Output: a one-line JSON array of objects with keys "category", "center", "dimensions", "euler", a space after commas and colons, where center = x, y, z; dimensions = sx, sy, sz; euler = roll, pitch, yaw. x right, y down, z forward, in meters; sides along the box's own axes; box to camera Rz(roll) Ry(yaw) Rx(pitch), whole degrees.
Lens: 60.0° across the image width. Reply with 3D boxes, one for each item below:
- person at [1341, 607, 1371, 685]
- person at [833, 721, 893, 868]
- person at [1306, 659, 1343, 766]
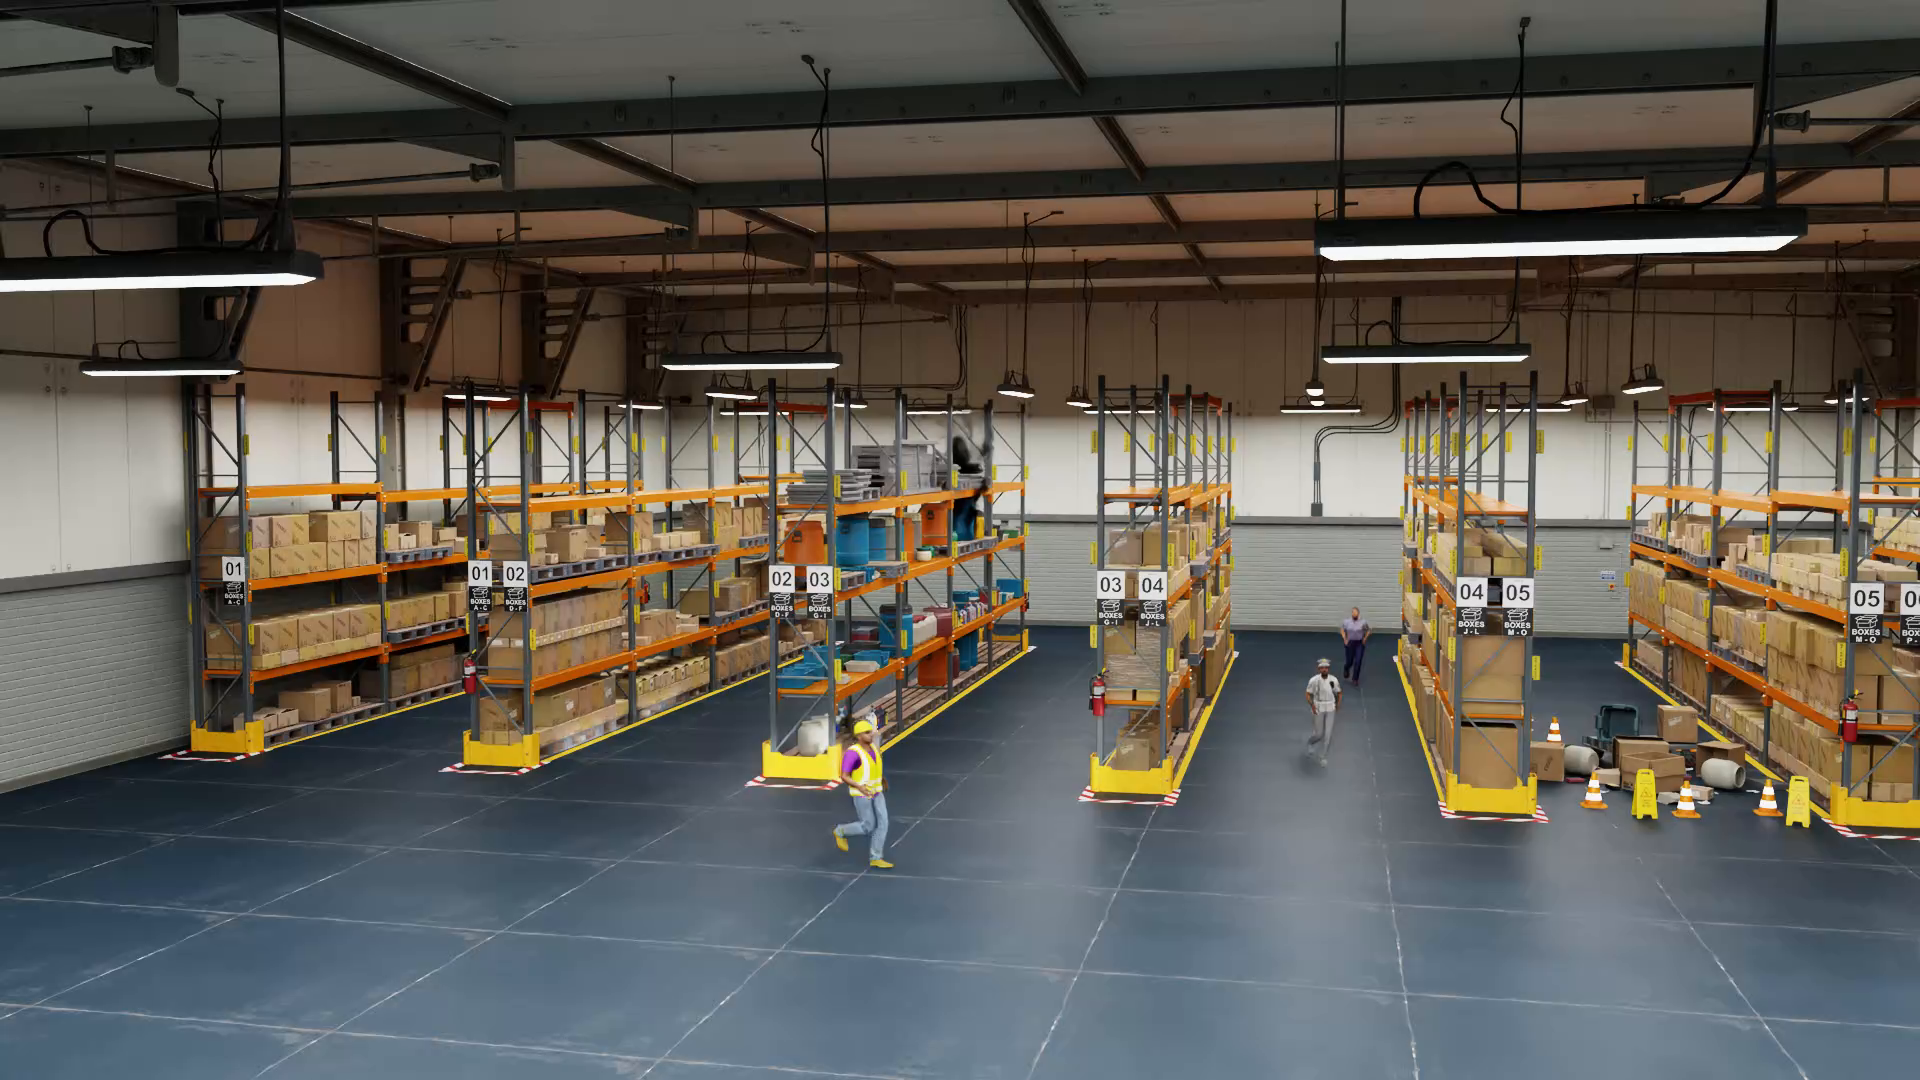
[{"category": "person", "center": [8.298, 2.217, 34.872], "dimensions": [0.603, 1.622, 0.603], "euler": [1, 3, 11]}, {"category": "person", "center": [-1.125, 3.012, 19.807], "dimensions": [0.815, 1.727, 0.712], "euler": [2, 4, 36]}, {"category": "person", "center": [5.728, 2.683, 26.152], "dimensions": [0.577, 1.673, 0.611], "euler": [0, 3, 1]}]
